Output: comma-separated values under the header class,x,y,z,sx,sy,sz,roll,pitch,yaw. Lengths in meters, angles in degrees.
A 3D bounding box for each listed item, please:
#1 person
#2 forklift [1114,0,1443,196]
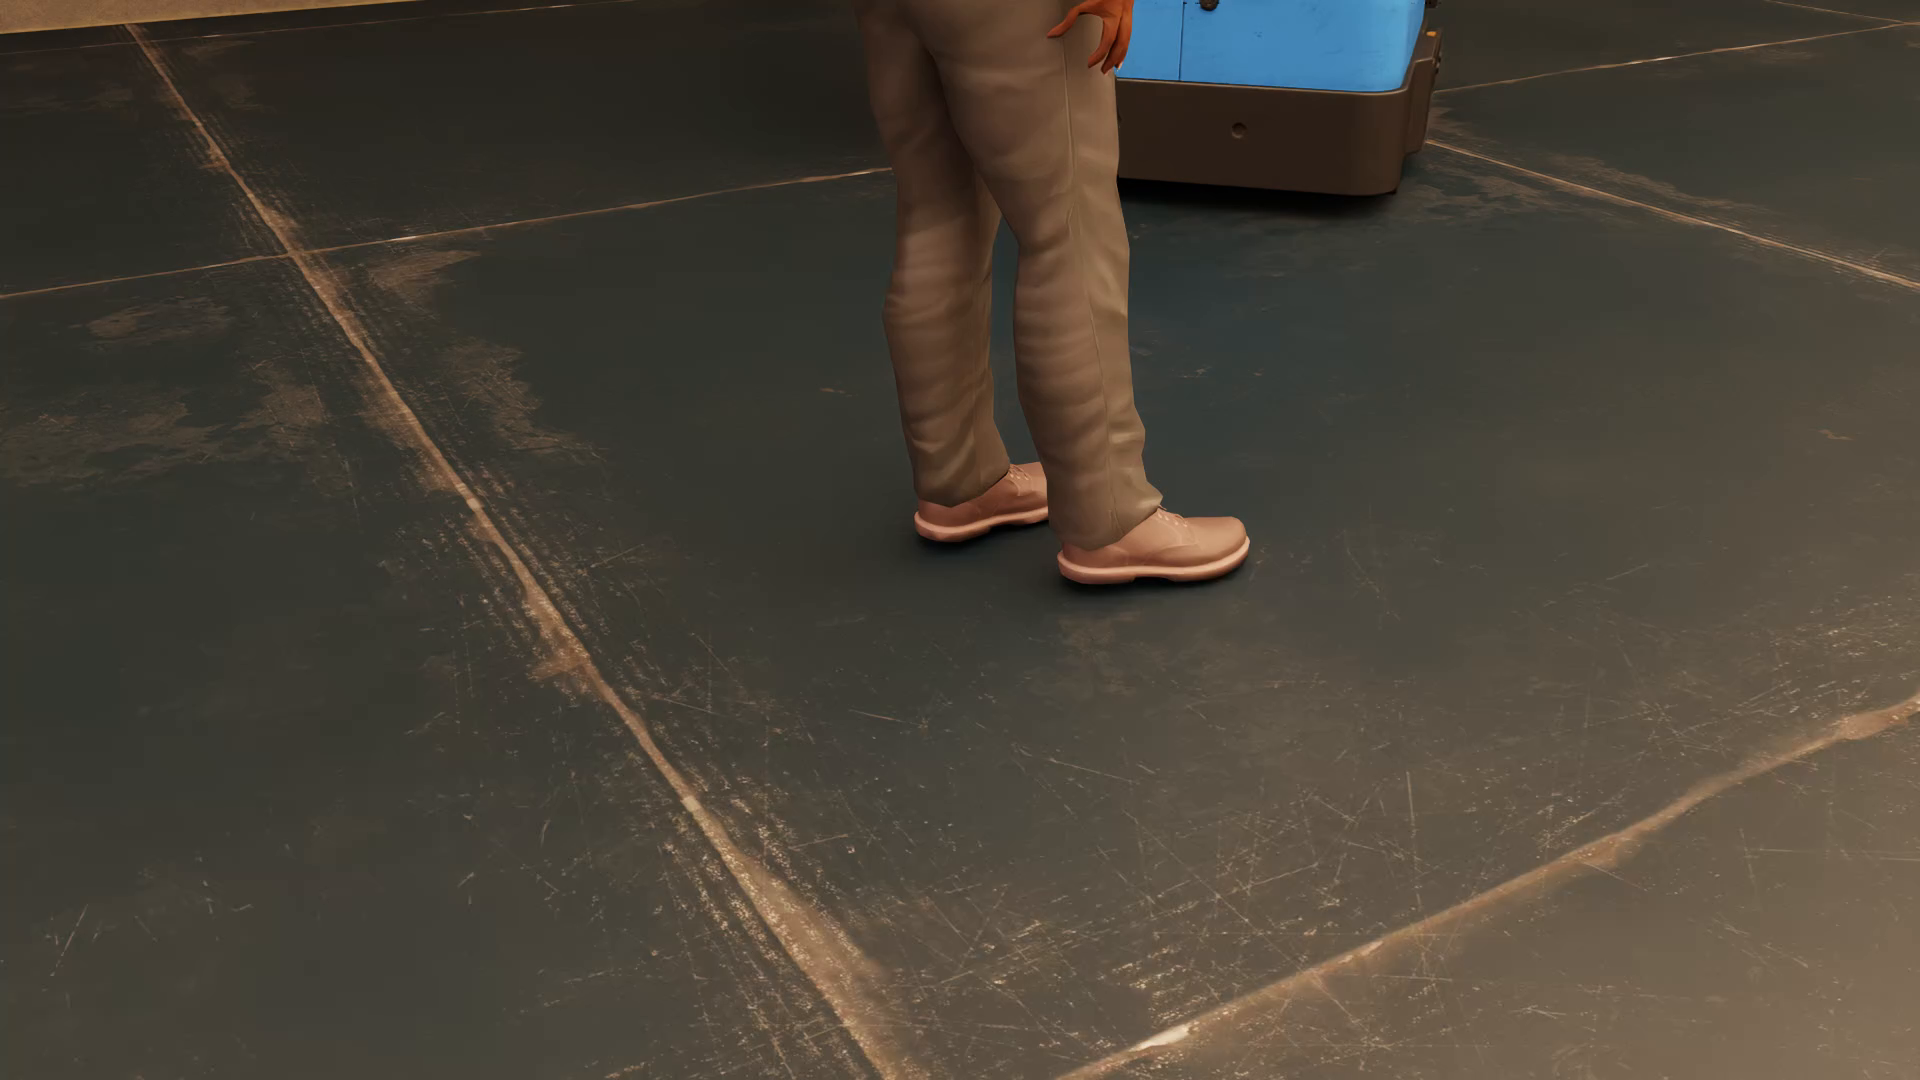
class,x,y,z,sx,sy,sz,roll,pitch,yaw
person,0.086,-0.756,2.146,0.504,1.654,0.569,-15,30,-26
forklift,0.958,-2.772,4.725,1.130,2.935,3.031,8,28,15
